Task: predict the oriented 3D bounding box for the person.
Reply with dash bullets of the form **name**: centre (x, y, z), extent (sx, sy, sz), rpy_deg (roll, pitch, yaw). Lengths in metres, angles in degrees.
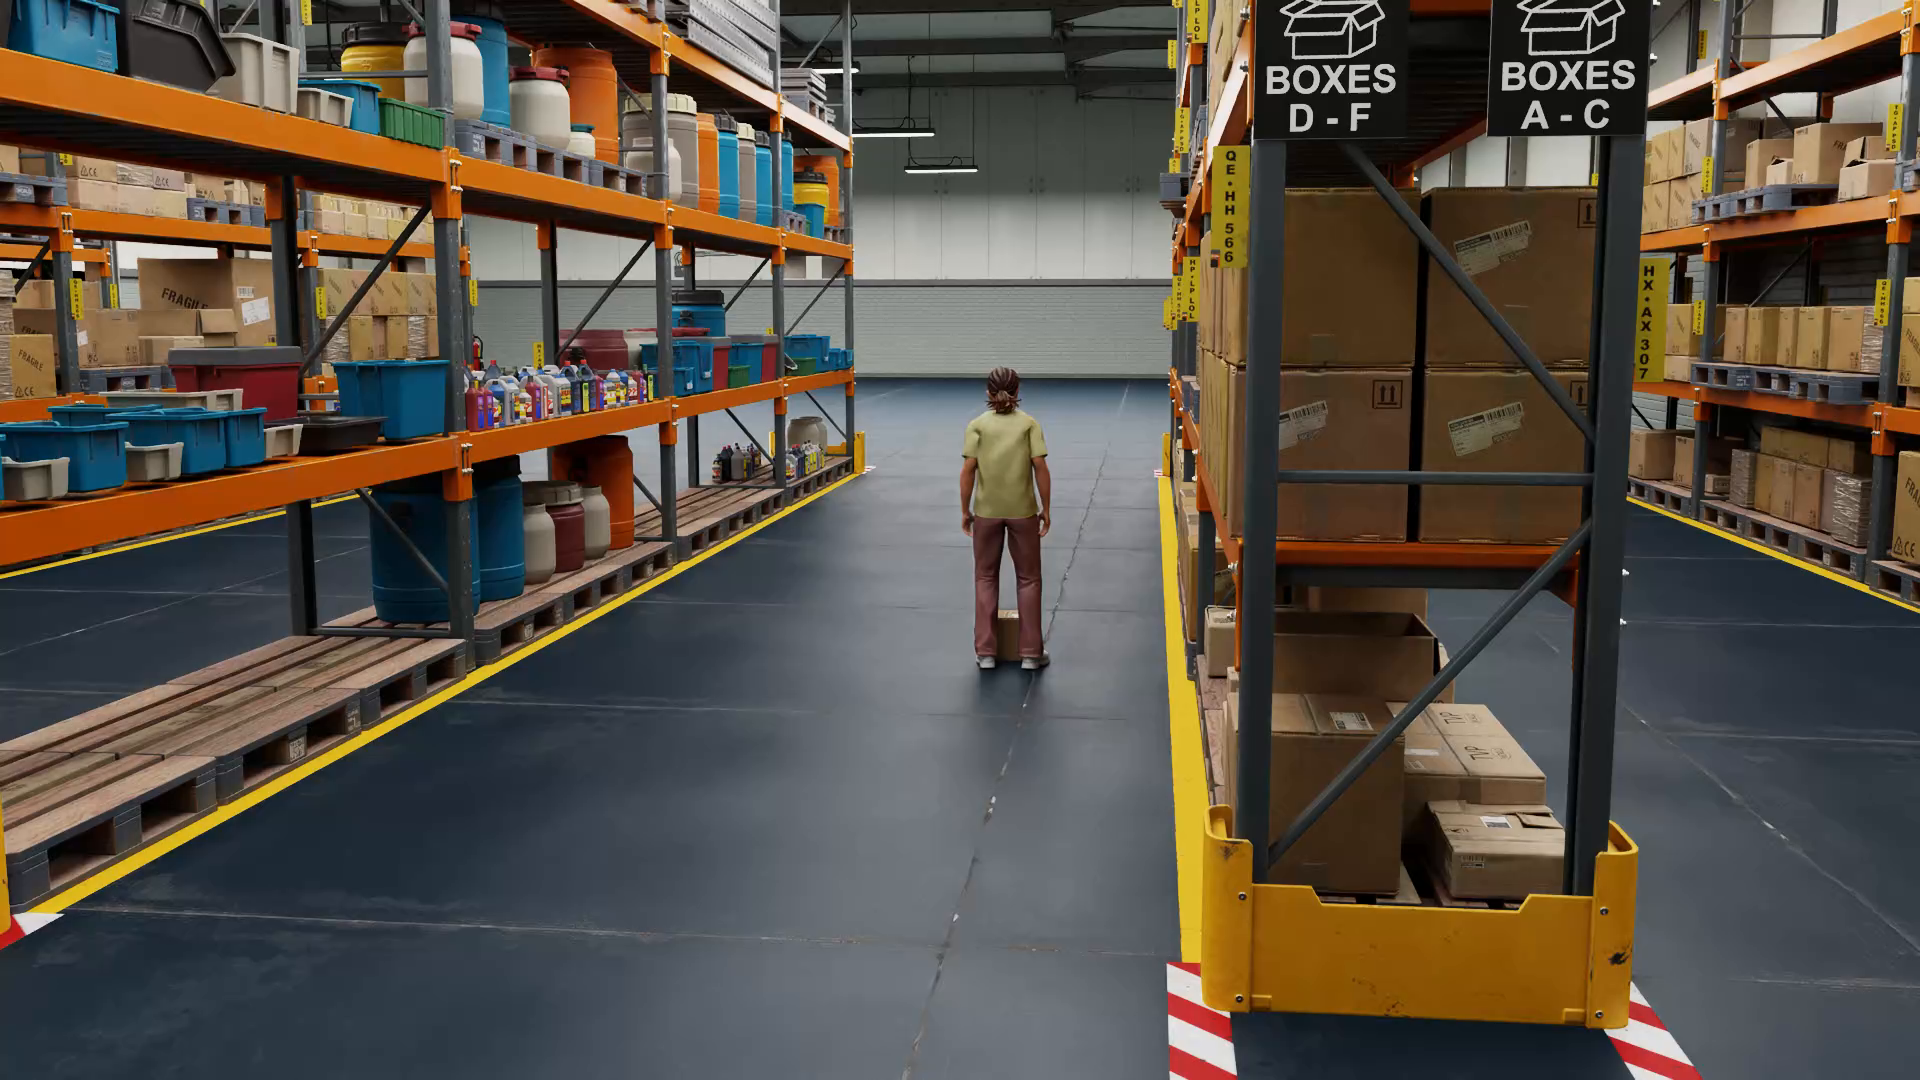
- **person**: centre (0.252, -0.123, 9.219), extent (0.500, 1.672, 0.362), rpy_deg (1, 8, 4)
